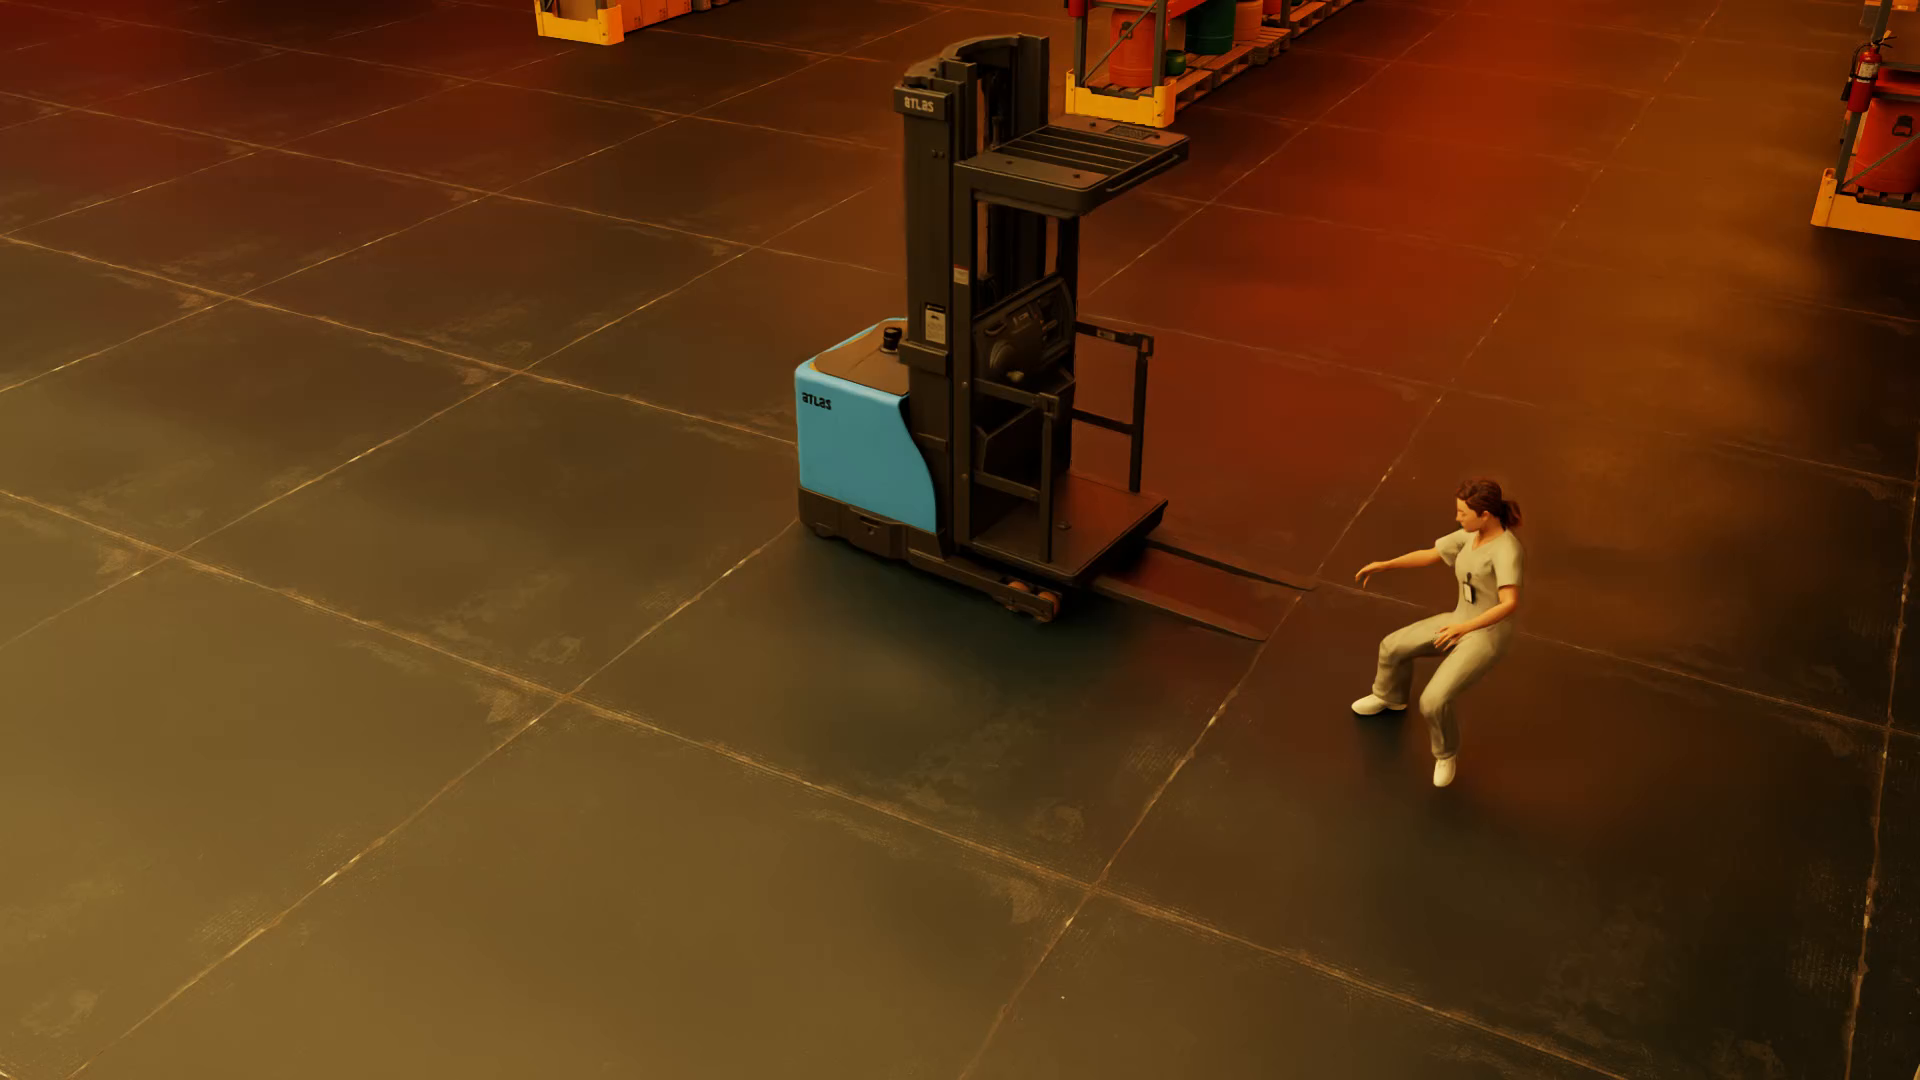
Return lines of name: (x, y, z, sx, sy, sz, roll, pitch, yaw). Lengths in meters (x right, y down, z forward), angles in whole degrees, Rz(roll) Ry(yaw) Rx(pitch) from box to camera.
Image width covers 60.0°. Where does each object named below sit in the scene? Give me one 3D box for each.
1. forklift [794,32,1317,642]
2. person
forklift: (0.525, -1.117, 9.006, 3.031, 2.935, 1.130, 19, 35, 29)
person: (2.248, 0.400, 7.827, 0.703, 1.479, 0.872, -3, 30, -6)
